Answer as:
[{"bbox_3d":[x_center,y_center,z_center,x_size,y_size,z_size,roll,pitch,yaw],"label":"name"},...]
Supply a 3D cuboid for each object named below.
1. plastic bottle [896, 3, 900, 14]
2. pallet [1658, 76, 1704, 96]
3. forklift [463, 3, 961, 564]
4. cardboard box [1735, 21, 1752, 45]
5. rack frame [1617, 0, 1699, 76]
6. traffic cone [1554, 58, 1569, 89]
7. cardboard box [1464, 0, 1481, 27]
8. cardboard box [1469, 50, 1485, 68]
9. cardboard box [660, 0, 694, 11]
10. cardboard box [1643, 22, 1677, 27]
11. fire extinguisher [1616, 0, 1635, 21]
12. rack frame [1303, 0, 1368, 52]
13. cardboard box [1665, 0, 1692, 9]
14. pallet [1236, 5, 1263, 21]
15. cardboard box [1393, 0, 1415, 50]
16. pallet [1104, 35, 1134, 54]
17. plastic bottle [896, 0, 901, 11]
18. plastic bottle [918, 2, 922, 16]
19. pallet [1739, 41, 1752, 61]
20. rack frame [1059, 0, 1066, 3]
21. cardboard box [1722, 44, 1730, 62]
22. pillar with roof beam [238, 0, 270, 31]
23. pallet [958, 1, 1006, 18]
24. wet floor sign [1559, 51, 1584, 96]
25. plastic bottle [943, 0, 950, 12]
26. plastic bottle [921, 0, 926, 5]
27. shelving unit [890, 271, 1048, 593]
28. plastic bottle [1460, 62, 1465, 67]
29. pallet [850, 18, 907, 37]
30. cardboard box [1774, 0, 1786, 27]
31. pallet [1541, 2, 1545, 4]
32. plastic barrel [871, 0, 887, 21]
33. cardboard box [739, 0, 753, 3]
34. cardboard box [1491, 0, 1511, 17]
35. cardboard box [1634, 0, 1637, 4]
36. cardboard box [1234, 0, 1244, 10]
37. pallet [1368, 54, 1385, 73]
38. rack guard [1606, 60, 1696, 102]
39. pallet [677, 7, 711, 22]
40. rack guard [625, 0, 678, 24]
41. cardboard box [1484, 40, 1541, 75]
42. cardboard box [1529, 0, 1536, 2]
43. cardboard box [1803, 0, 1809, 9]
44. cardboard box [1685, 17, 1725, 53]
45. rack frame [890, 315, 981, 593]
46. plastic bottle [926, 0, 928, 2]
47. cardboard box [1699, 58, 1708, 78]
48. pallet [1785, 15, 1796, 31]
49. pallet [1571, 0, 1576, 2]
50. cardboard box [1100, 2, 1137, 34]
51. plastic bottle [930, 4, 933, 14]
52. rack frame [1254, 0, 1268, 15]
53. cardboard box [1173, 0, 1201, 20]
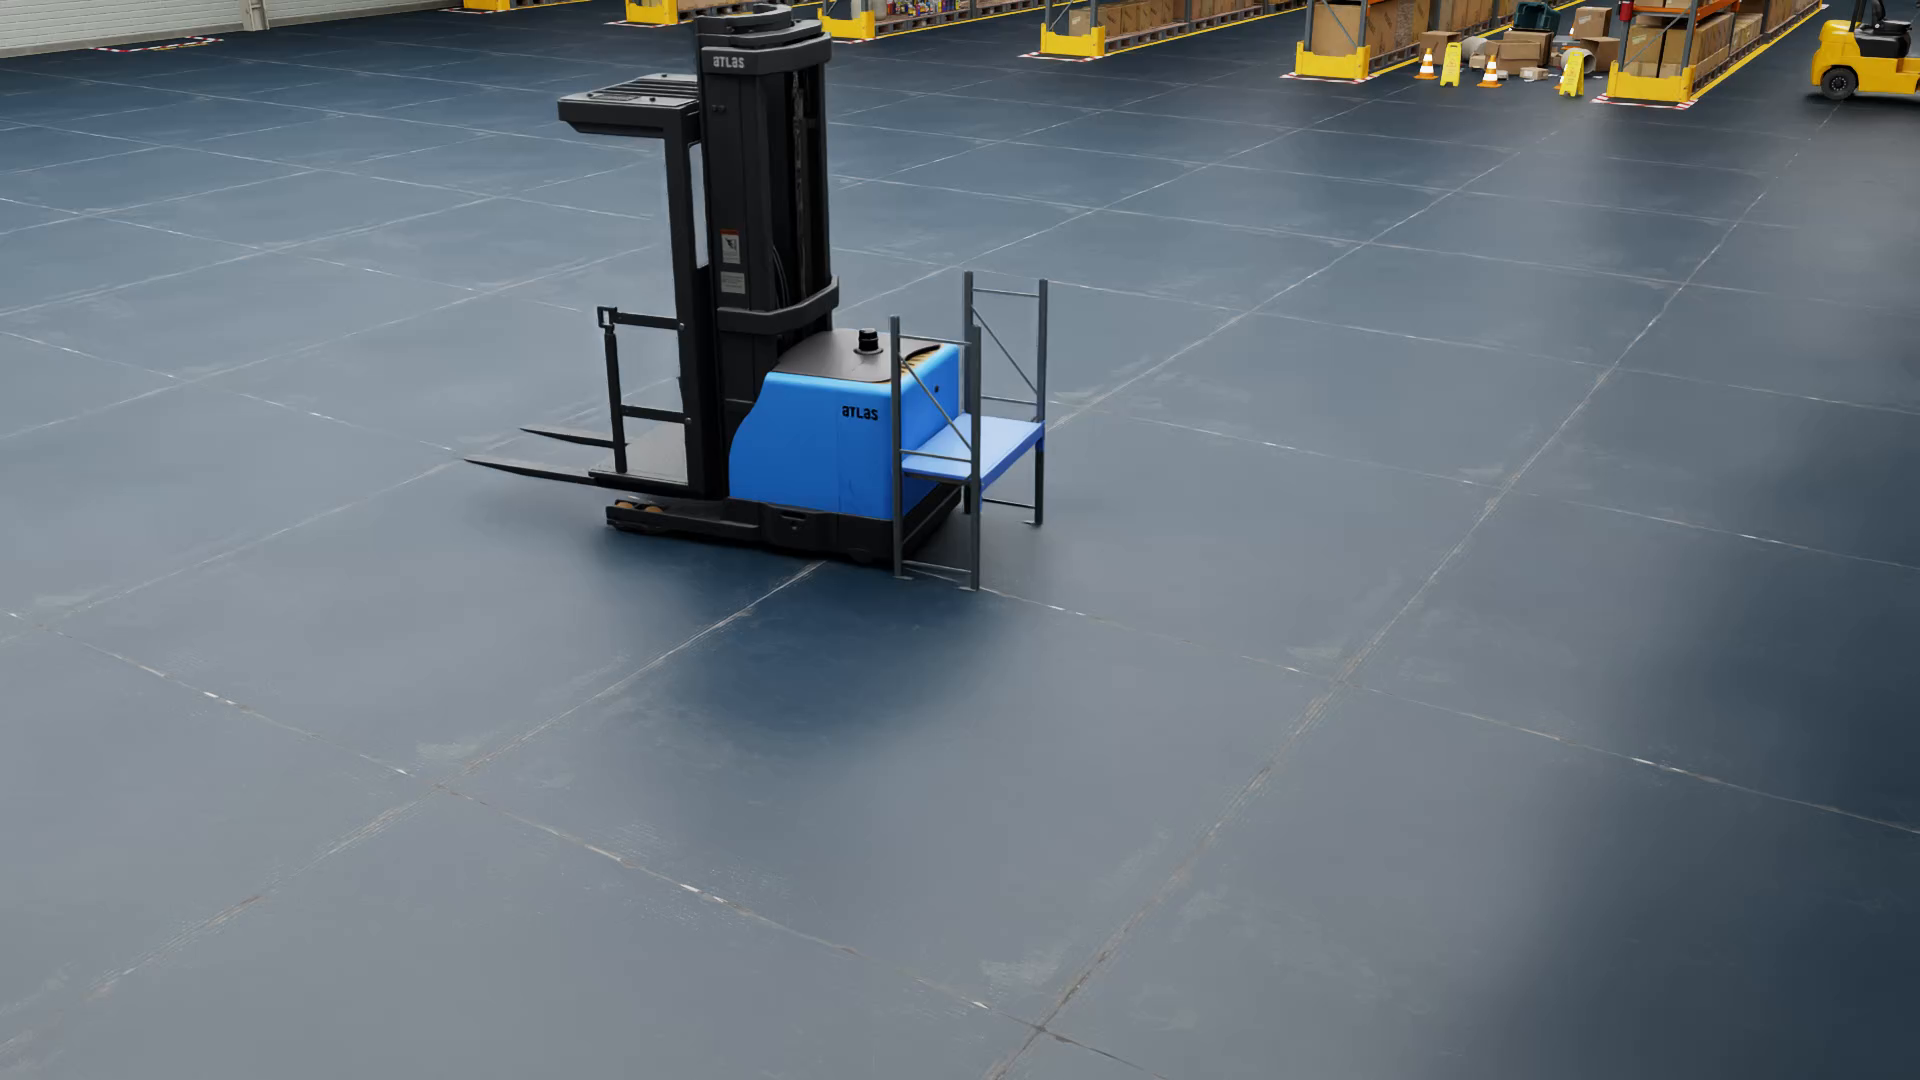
[{"bbox_3d":[-1.276,-10.917,34.162,0.097,0.201,0.097,0,23,0],"label":"plastic bottle"},{"bbox_3d":[10.908,-7.080,25.838,1.003,0.211,1.213,14,27,29],"label":"pallet"},{"bbox_3d":[-1.565,-1.560,9.664,3.031,2.935,1.130,8,25,19],"label":"forklift"},{"bbox_3d":[13.535,-9.060,29.681,0.950,0.372,0.625,15,28,31],"label":"cardboard box"},{"bbox_3d":[10.409,-8.067,24.609,1.000,3.000,0.127,14,27,29],"label":"rack frame"},{"bbox_3d":[9.540,-7.318,26.072,0.336,0.463,0.334,14,27,29],"label":"traffic cone"},{"bbox_3d":[9.514,-10.448,32.412,1.050,0.750,0.750,14,27,30],"label":"cardboard box"},{"bbox_3d":[8.918,-8.199,28.356,0.396,0.266,0.258,20,30,38],"label":"cardboard box"},{"bbox_3d":[-5.952,-11.286,34.978,0.500,0.250,0.500,14,27,29],"label":"cardboard box"},{"bbox_3d":[10.883,-7.844,26.082,0.500,0.500,0.500,15,28,31],"label":"cardboard box"},{"bbox_3d":[9.957,-8.089,24.758,0.296,0.674,0.183,14,27,29],"label":"fire extinguisher"},{"bbox_3d":[6.150,-9.070,26.926,1.000,3.000,0.127,14,27,29],"label":"rack frame"},{"bbox_3d":[10.764,-8.023,24.823,0.380,0.149,0.250,14,27,29],"label":"cardboard box"},{"bbox_3d":[5.796,-11.301,35.589,1.003,0.211,1.213,14,27,29],"label":"pallet"},{"bbox_3d":[7.397,-9.135,29.222,0.875,0.875,0.875,14,27,29],"label":"cardboard box"},{"bbox_3d":[2.489,-9.156,30.635,1.003,0.211,1.213,14,27,29],"label":"pallet"},{"bbox_3d":[-1.308,-11.063,34.309,0.144,0.351,0.185,15,28,31],"label":"plastic bottle"},{"bbox_3d":[-0.816,-10.794,33.788,0.097,0.271,0.097,0,23,0],"label":"plastic bottle"},{"bbox_3d":[13.571,-8.814,29.844,1.003,0.211,1.213,14,27,29],"label":"pallet"},{"bbox_3d":[2.002,-13.882,38.041,1.000,3.000,0.127,14,27,29],"label":"rack frame"},{"bbox_3d":[12.436,-8.092,27.599,0.500,0.250,0.500,15,28,31],"label":"cardboard box"},{"bbox_3d":[-10.508,-13.501,29.610,9.100,9.000,0.400,14,27,29],"label":"pillar with roof beam"},{"bbox_3d":[0.273,-11.525,36.107,1.003,0.211,1.213,14,27,29],"label":"pallet"},{"bbox_3d":[9.400,-7.147,25.446,0.232,0.644,0.267,-17,29,-35],"label":"wet floor sign"},{"bbox_3d":[-0.304,-11.175,34.570,0.144,0.351,0.185,12,26,26],"label":"plastic bottle"},{"bbox_3d":[-0.764,-11.302,34.863,0.144,0.351,0.185,14,27,29],"label":"plastic bottle"},{"bbox_3d":[0.066,-0.630,9.317,0.538,1.500,1.048,9,25,21],"label":"shelving unit"},{"bbox_3d":[8.520,-8.166,28.536,0.283,0.061,0.133,5,24,11],"label":"plastic bottle"},{"bbox_3d":[-1.785,-10.211,33.070,1.003,0.211,1.213,14,27,29],"label":"pallet"},{"bbox_3d":[15.538,-10.501,32.376,0.875,0.875,0.875,14,27,30],"label":"cardboard box"},{"bbox_3d":[12.071,-11.578,36.228,1.003,0.211,1.213,14,27,29],"label":"pallet"},{"bbox_3d":[-1.671,-10.640,33.155,0.421,0.512,0.421,0,23,0],"label":"plastic barrel"},{"bbox_3d":[-4.896,-11.961,36.536,0.500,0.250,0.500,14,27,29],"label":"cardboard box"},{"bbox_3d":[10.960,-11.001,34.004,0.500,0.500,0.500,13,26,27],"label":"cardboard box"},{"bbox_3d":[10.464,-8.231,25.305,0.380,0.149,0.250,14,27,28],"label":"cardboard box"},{"bbox_3d":[5.592,-11.478,35.082,0.700,0.500,0.500,11,26,25],"label":"cardboard box"},{"bbox_3d":[6.506,-8.077,28.141,1.003,0.211,1.213,14,27,29],"label":"pallet"},{"bbox_3d":[10.449,-6.945,25.165,1.175,0.500,0.348,14,27,29],"label":"rack guard"},{"bbox_3d":[-6.056,-11.208,35.375,1.003,0.211,1.213,14,27,29],"label":"pallet"},{"bbox_3d":[-6.437,-11.066,34.682,1.175,0.500,0.348,14,27,29],"label":"rack guard"},{"bbox_3d":[9.185,-8.045,27.700,0.797,0.503,0.637,-3,24,-7],"label":"cardboard box"},{"bbox_3d":[12.033,-11.690,35.596,0.500,0.500,0.500,13,27,28],"label":"cardboard box"},{"bbox_3d":[17.633,-11.626,35.526,0.875,0.438,0.875,13,27,27],"label":"cardboard box"},{"bbox_3d":[11.900,-8.092,26.654,0.500,0.500,0.500,15,28,32],"label":"cardboard box"},{"bbox_3d":[-0.128,-0.443,8.886,0.500,1.500,0.032,9,25,21],"label":"rack frame"},{"bbox_3d":[-0.654,-11.004,34.258,0.061,0.283,0.133,14,27,29],"label":"plastic bottle"},{"bbox_3d":[11.345,-7.383,25.961,0.500,0.250,0.500,15,28,31],"label":"cardboard box"},{"bbox_3d":[16.396,-10.561,33.880,1.003,0.211,1.213,14,27,29],"label":"pallet"},{"bbox_3d":[14.092,-12.898,39.279,1.003,0.211,1.213,14,27,29],"label":"pallet"},{"bbox_3d":[2.966,-9.813,31.259,0.500,0.500,0.500,17,29,34],"label":"cardboard box"},{"bbox_3d":[-0.603,-10.898,34.117,0.097,0.201,0.097,0,23,0],"label":"plastic bottle"},{"bbox_3d":[6.210,-12.844,35.643,1.000,3.000,0.127,14,27,29],"label":"rack frame"},{"bbox_3d":[4.442,-10.751,33.402,0.700,0.500,0.500,12,26,25],"label":"cardboard box"}]
